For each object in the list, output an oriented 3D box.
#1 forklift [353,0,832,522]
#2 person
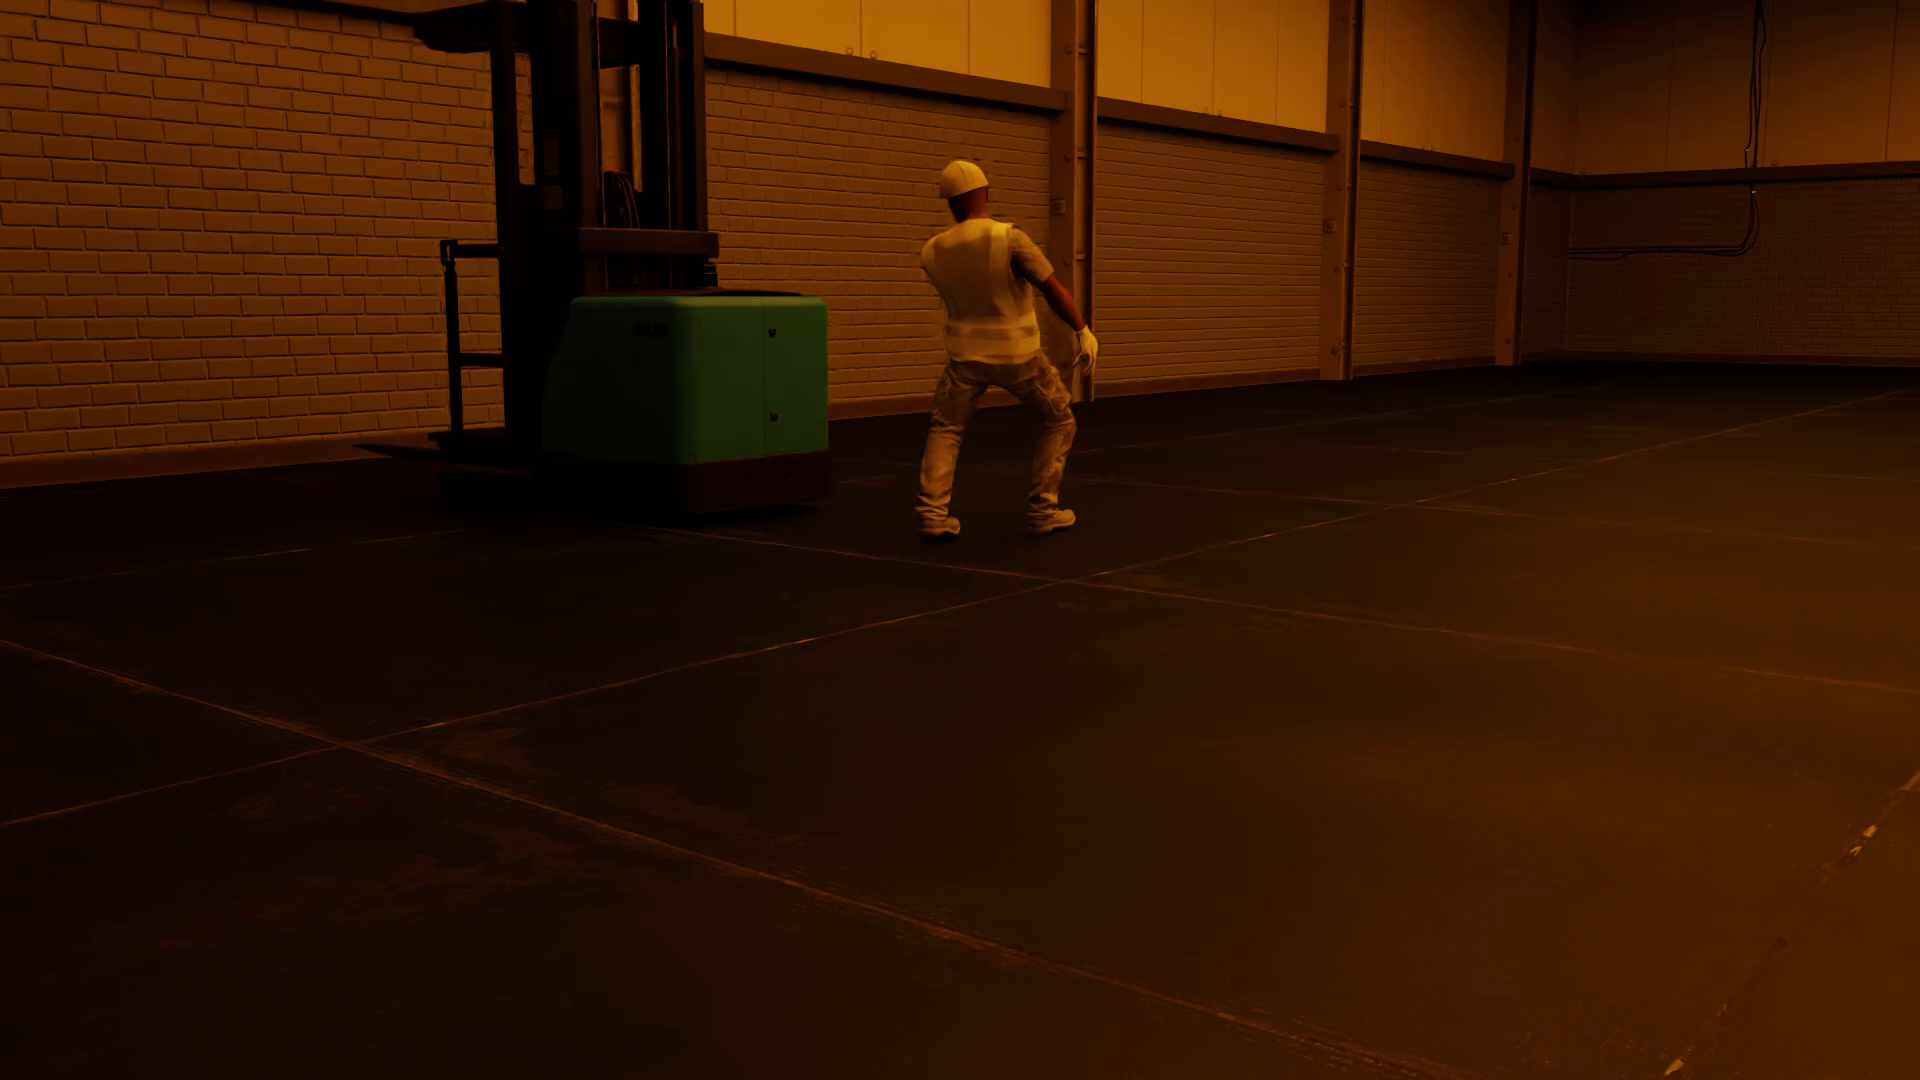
[{"bbox_3d":[-2.120,-1.683,8.781,3.031,2.935,1.130,6,11,38],"label":"forklift"},{"bbox_3d":[0.246,-0.858,7.531,0.790,1.665,0.870,2,9,15],"label":"person"}]
